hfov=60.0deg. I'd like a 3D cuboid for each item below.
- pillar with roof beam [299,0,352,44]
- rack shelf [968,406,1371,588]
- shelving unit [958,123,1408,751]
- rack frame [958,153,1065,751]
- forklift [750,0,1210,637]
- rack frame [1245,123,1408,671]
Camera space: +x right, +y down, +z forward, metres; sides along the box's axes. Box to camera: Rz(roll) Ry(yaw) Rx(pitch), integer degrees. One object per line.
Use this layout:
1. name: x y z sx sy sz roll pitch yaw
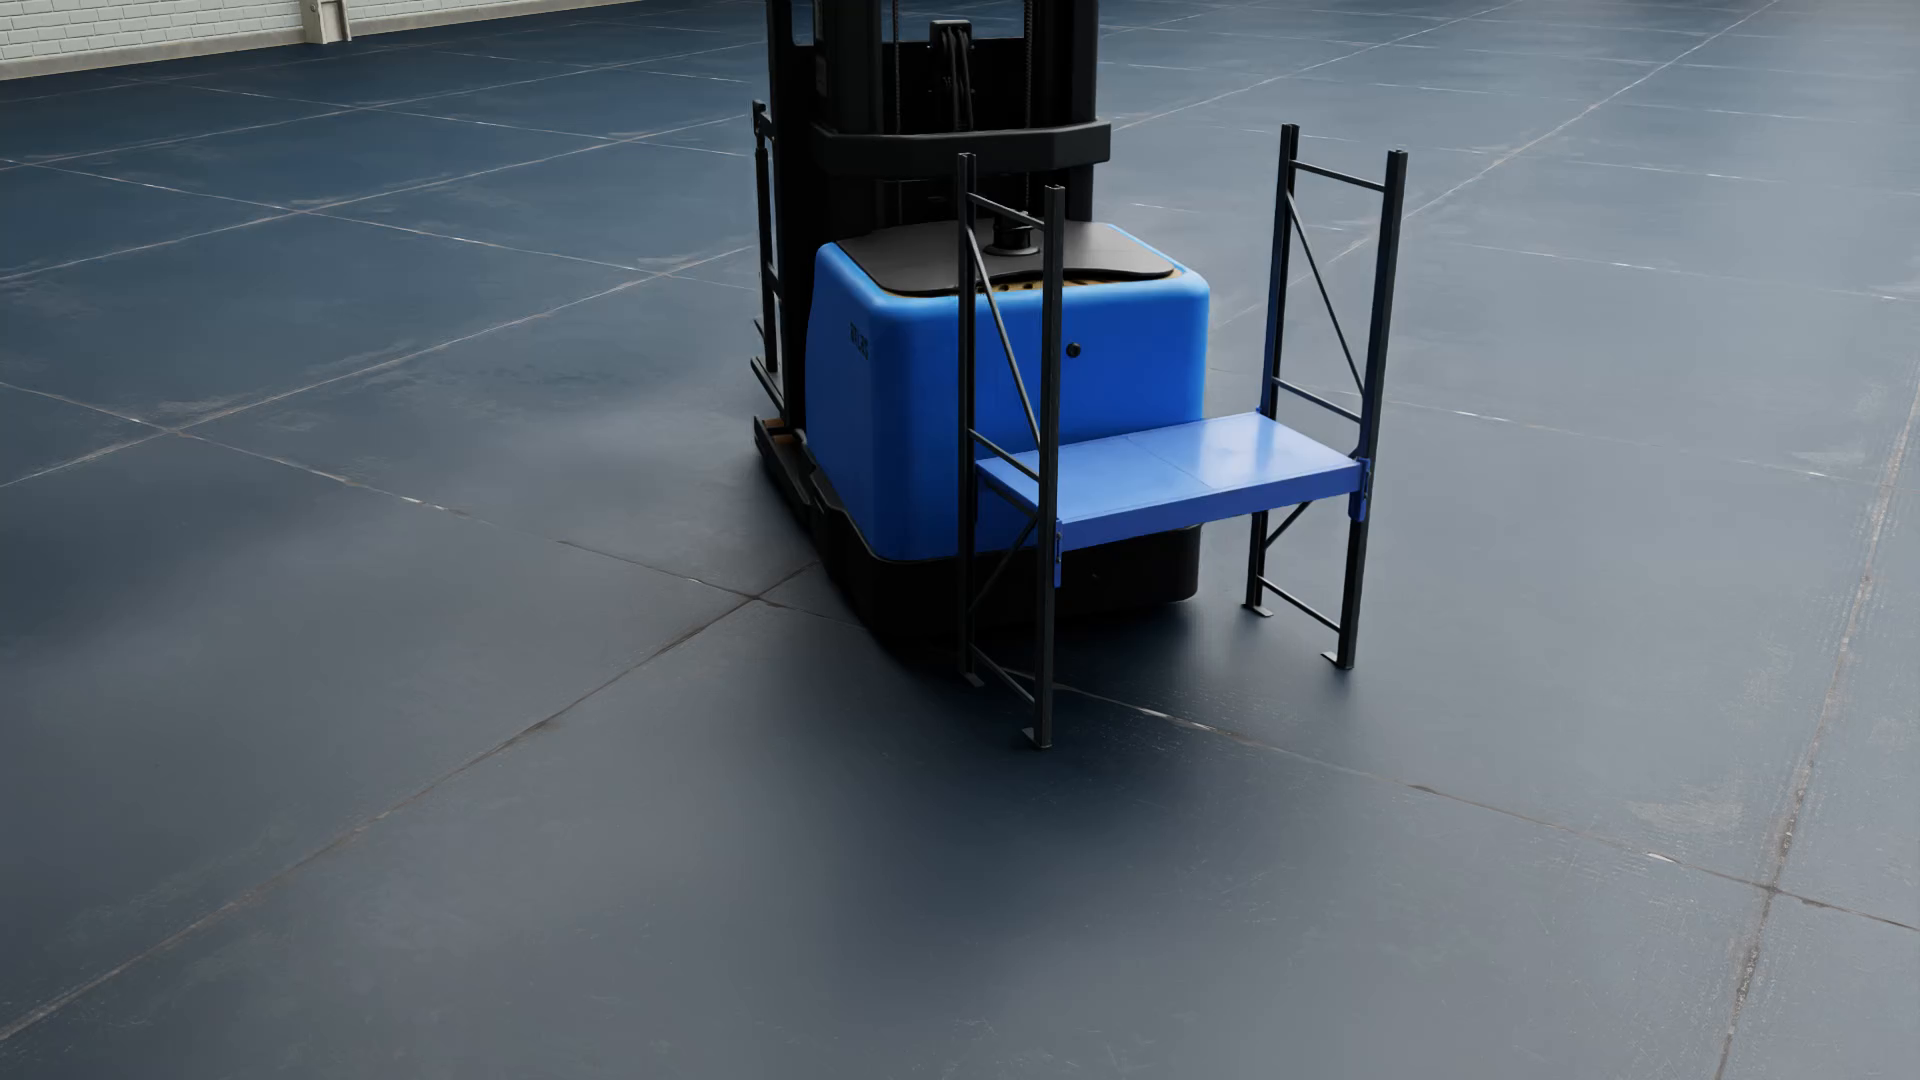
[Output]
1. pillar with roof beam: -3.453 -8.843 14.850 9.100 9.000 0.400 14 27 29
2. rack shelf: 0.575 -0.141 4.641 1.000 0.185 0.538 -11 26 -24
3. shelving unit: 0.575 -0.306 4.570 1.048 1.500 0.538 -11 26 -24
4. rack frame: 0.120 -0.216 4.361 0.032 1.500 0.500 -11 26 -24
5. forklift: -0.167 -1.618 5.798 1.130 2.935 3.031 -7 24 -15
6. rack frame: 1.029 -0.396 4.778 0.032 1.500 0.500 -11 26 -24
